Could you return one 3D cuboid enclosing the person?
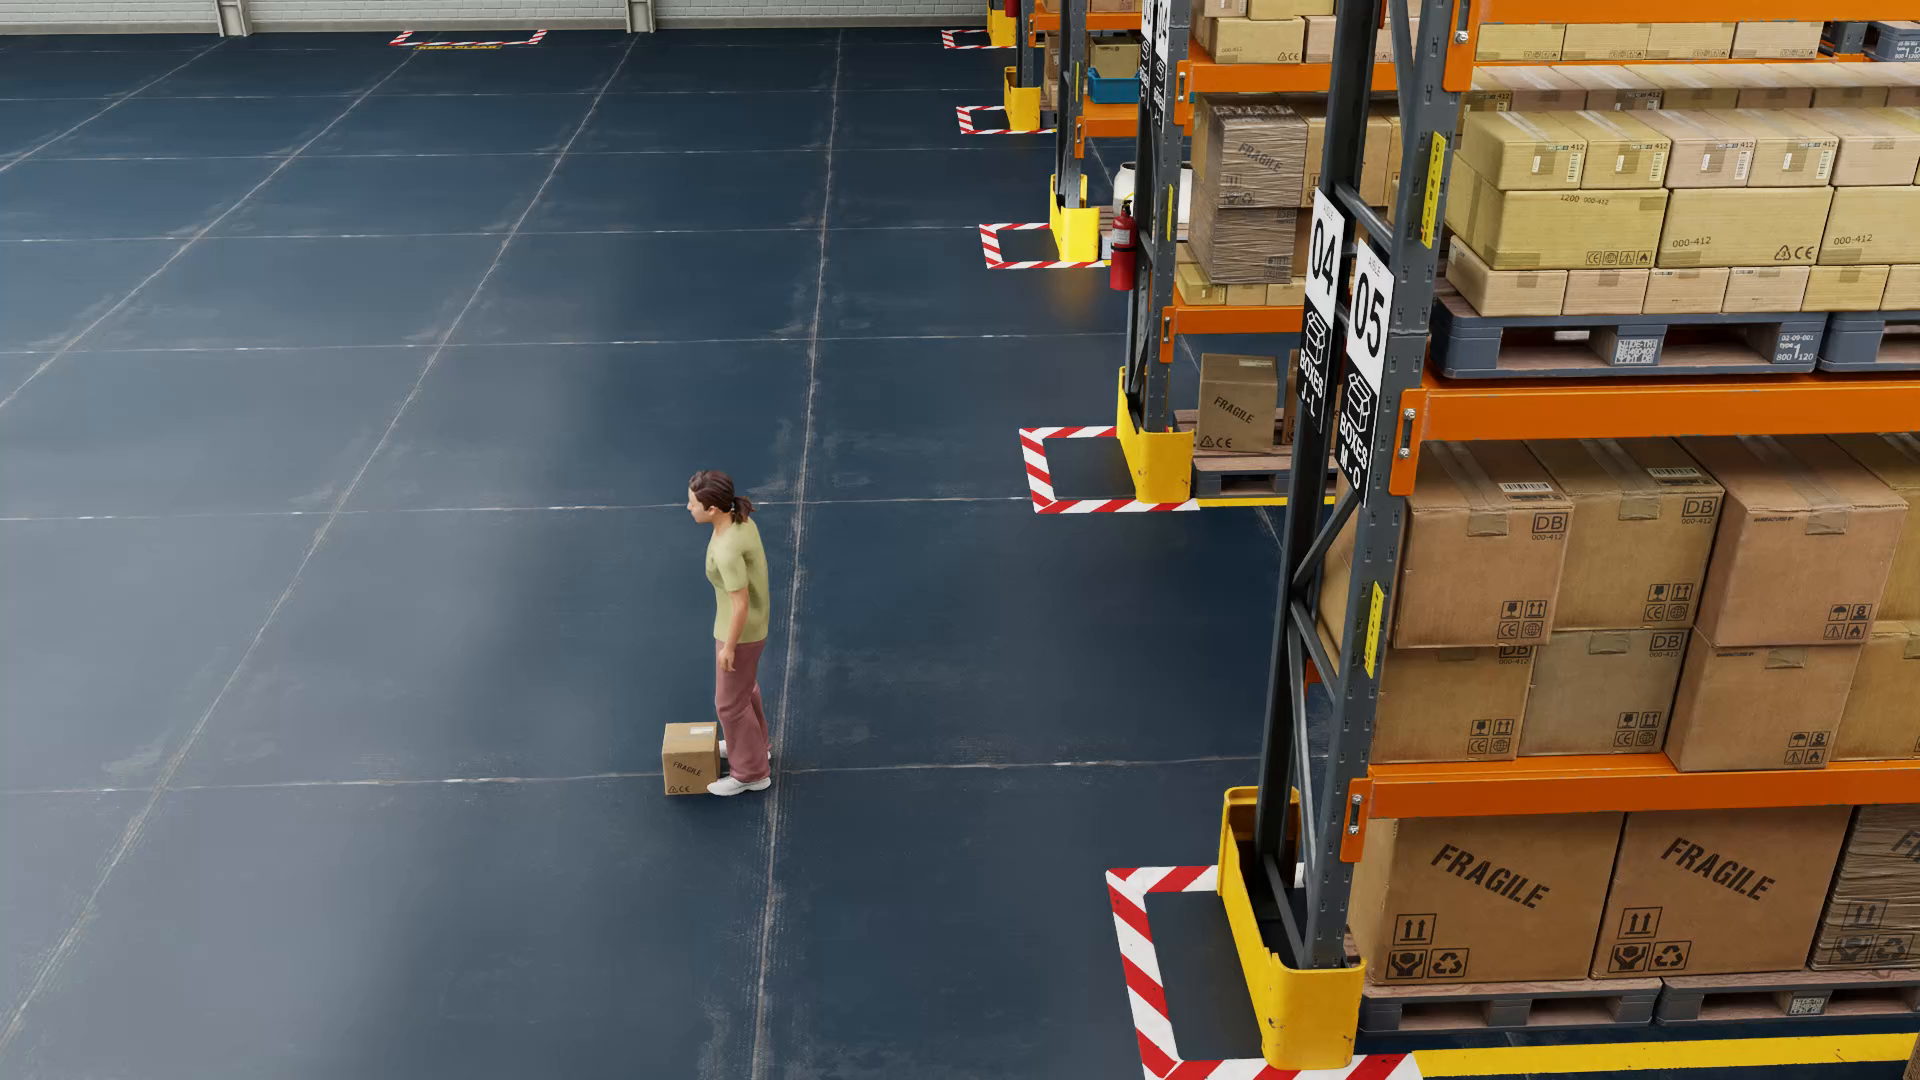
[{"bbox_3d":[-1.064,0.424,7.812,0.357,1.673,0.499,-1,28,-2],"label":"person"}]
